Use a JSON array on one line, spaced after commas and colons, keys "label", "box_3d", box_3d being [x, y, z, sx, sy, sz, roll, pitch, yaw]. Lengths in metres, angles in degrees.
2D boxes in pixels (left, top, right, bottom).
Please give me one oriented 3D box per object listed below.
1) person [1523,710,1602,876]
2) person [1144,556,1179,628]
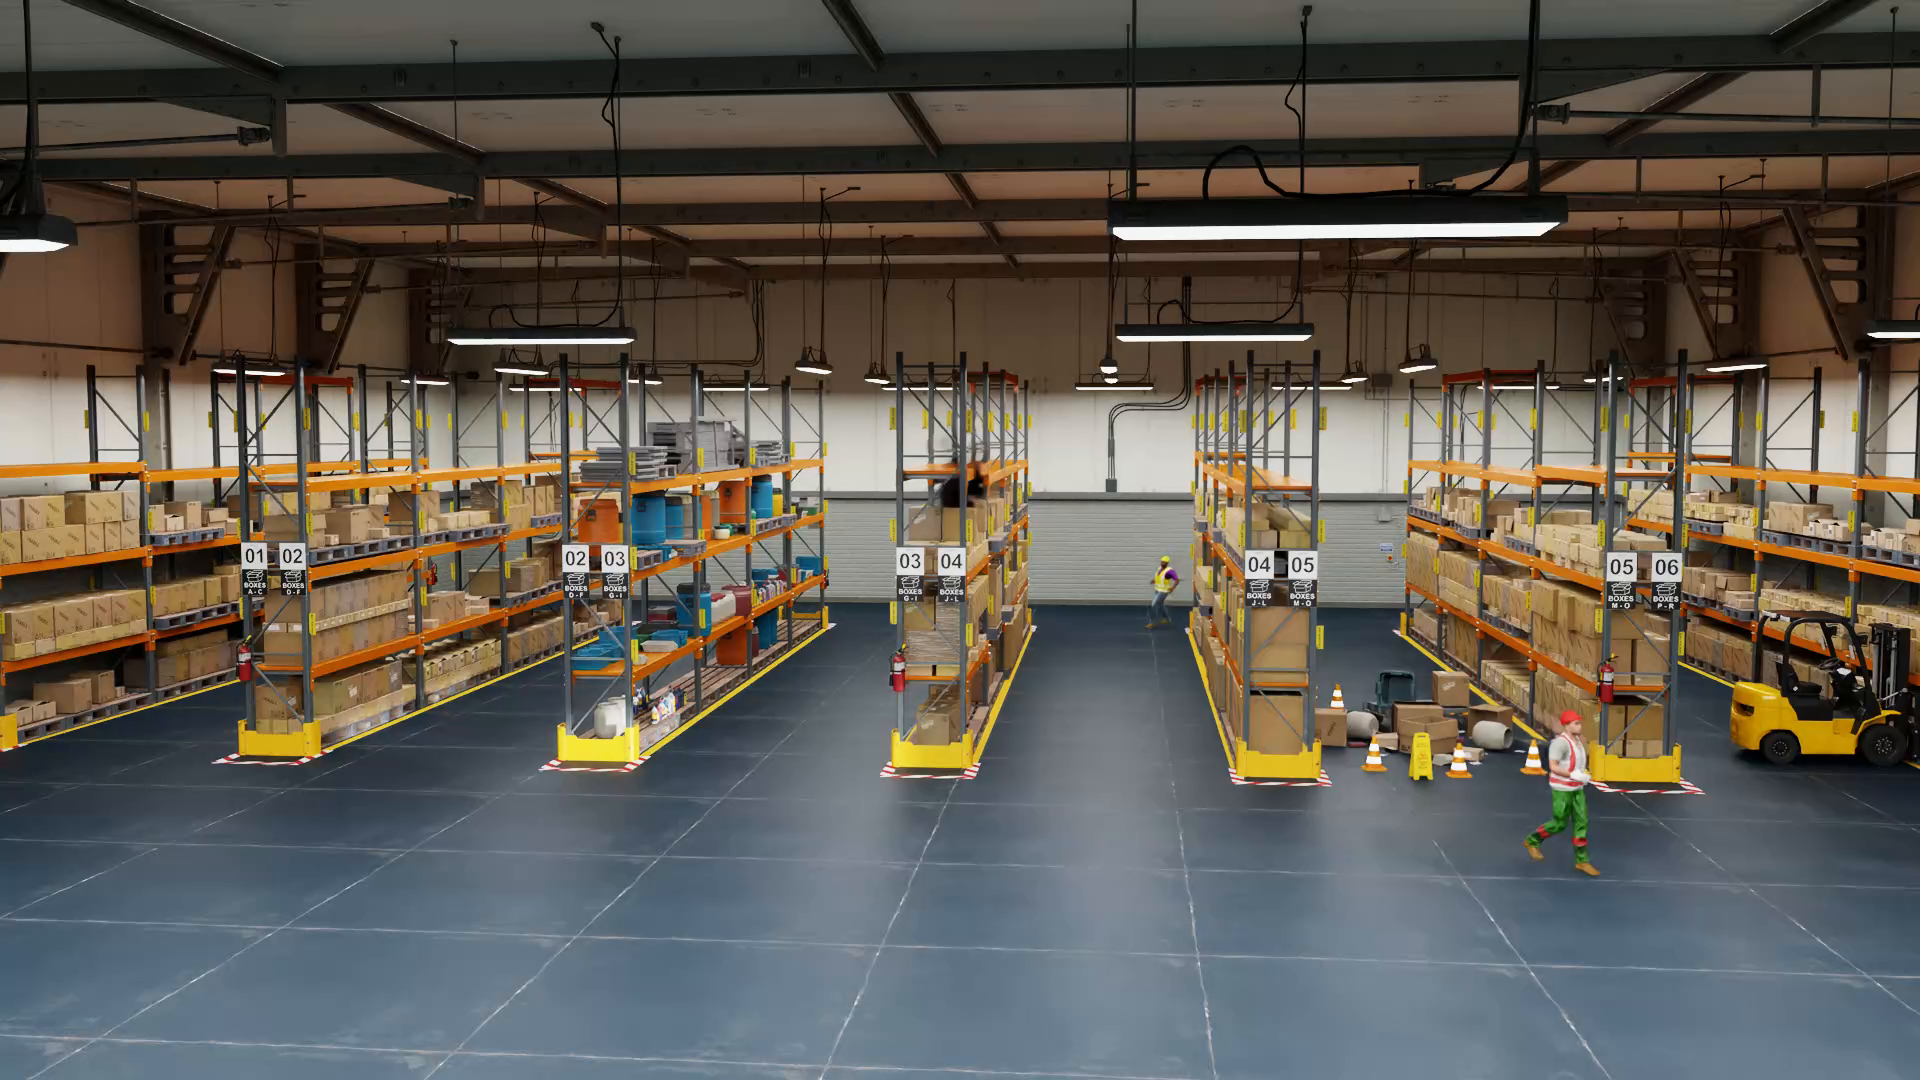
[{"label": "person", "box_3d": [6.758, 2.786, 18.573, 0.685, 1.801, 0.872, -4, 5, -42]}, {"label": "person", "box_3d": [4.897, 1.264, 40.377, 0.783, 1.771, 0.753, -2, 4, -25]}]
